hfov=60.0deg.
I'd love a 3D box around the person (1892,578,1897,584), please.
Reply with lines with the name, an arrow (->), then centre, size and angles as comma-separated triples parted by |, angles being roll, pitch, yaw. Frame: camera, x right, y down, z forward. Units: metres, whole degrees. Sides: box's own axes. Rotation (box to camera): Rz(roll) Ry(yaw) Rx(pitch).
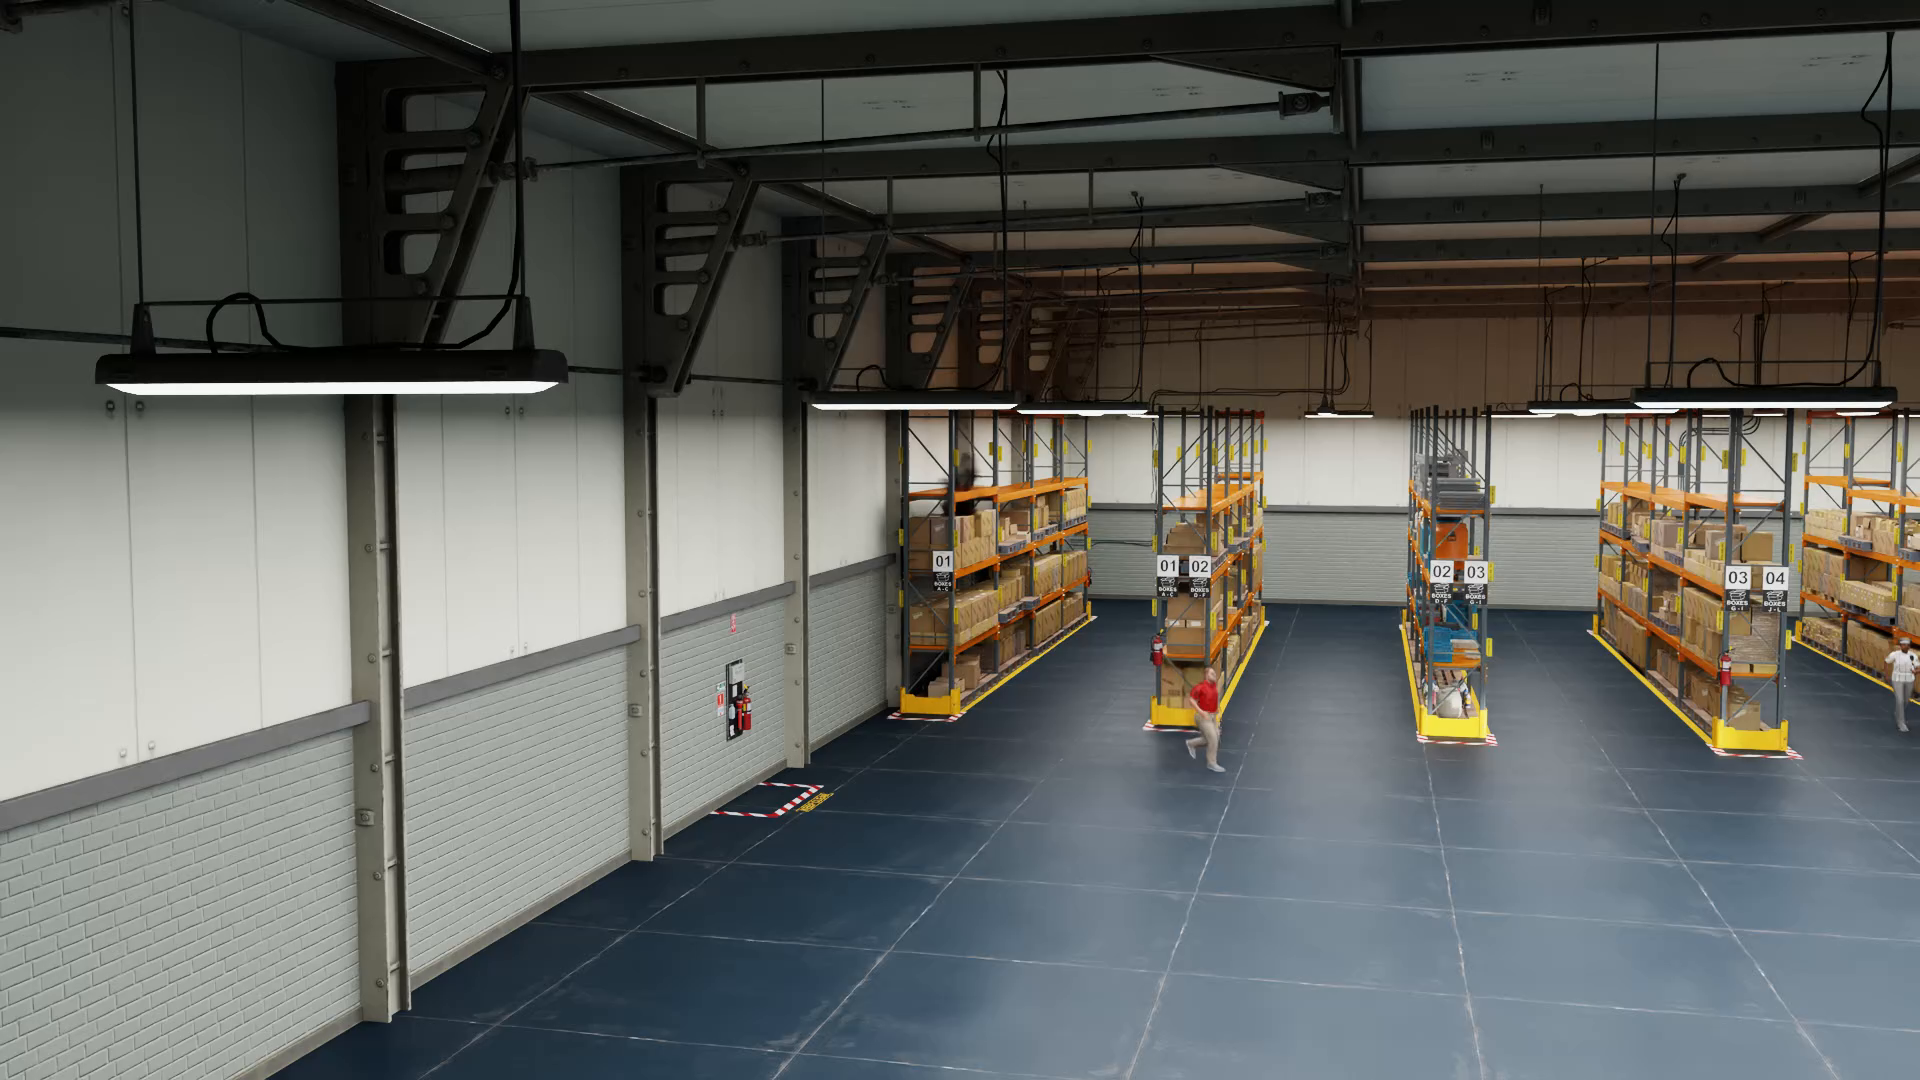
person -> 23.840, 1.808, 42.533 | 0.699, 1.717, 0.688 | 0, 4, -5

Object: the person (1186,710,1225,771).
person -> 4.011, 3.264, 27.346 | 0.725, 1.038, 0.423 | 3, 5, 40

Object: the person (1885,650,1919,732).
person -> 17.518, 2.765, 30.899 | 0.536, 1.459, 0.893 | 1, 4, 12
